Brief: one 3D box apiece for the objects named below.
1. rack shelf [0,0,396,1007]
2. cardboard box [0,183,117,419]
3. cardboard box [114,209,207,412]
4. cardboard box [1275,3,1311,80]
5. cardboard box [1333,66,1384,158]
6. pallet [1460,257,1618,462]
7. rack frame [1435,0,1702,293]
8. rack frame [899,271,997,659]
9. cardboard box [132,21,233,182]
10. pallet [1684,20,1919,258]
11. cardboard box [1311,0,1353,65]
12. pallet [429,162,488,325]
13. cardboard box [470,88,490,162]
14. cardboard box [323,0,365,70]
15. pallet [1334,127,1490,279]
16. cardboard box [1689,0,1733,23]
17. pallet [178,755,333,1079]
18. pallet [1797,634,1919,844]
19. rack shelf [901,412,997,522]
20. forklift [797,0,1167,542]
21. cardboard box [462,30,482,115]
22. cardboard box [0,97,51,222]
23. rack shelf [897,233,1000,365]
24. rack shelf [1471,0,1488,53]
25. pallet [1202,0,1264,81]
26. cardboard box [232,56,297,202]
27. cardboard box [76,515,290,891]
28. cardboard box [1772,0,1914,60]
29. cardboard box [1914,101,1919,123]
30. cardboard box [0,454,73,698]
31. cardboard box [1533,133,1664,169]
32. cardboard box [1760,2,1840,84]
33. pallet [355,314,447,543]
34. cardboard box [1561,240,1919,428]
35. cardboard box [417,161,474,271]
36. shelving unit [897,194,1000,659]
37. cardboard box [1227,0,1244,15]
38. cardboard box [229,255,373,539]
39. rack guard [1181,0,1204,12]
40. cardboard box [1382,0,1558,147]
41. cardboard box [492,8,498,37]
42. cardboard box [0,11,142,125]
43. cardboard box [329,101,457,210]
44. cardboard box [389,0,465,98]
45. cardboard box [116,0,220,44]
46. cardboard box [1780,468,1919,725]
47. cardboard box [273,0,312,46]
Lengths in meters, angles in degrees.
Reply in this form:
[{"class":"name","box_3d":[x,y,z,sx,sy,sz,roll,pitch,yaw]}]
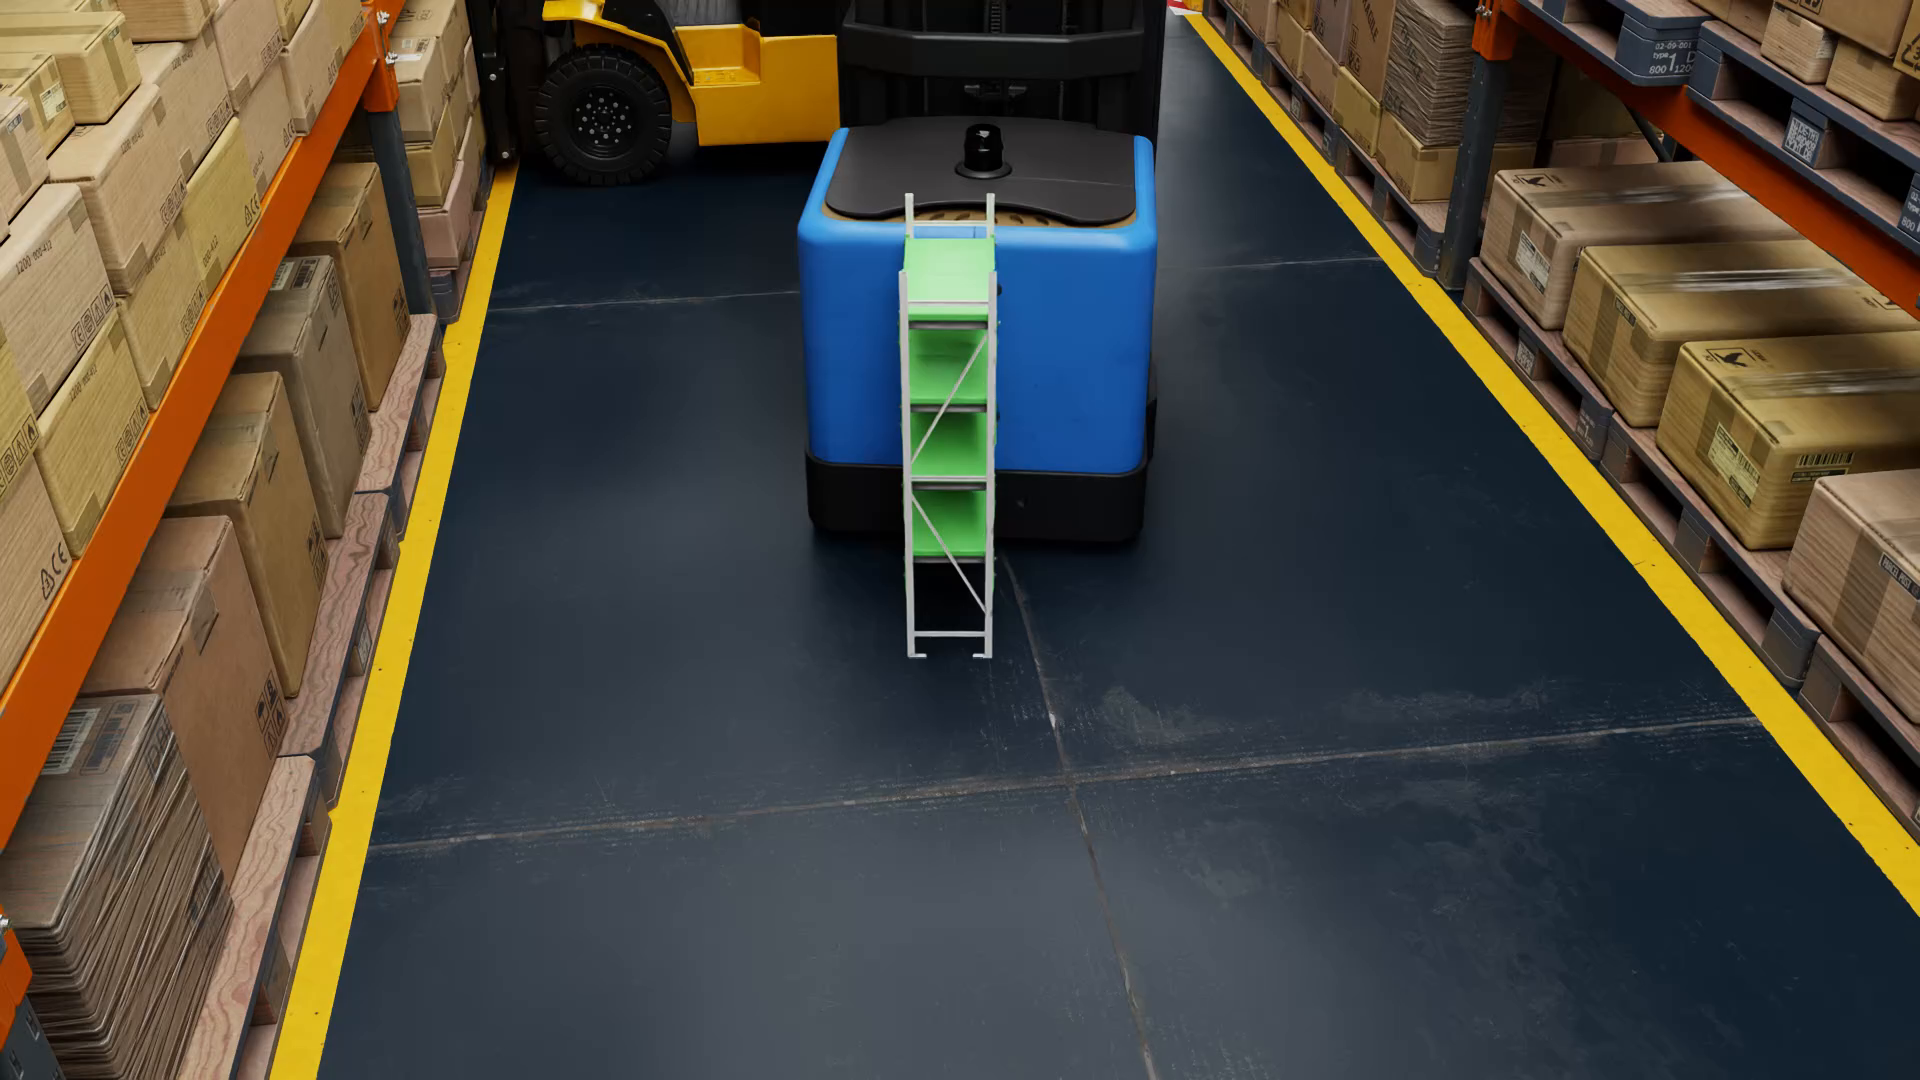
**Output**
[{"class":"rack shelf","box_3d":[-2.199,-0.518,3.985,1.077,0.370,4.000,-4,35,-6]},{"class":"cardboard box","box_3d":[-1.813,-0.389,2.847,0.500,0.250,0.500,-3,34,-5]},{"class":"cardboard box","box_3d":[-1.886,-0.471,3.411,0.500,0.250,0.500,-5,35,-8]},{"class":"cardboard box","box_3d":[1.894,-2.518,8.351,0.500,0.250,0.500,-2,34,-3]},{"class":"cardboard box","box_3d":[2.023,-1.952,7.520,0.500,0.250,0.500,-5,35,-8]},{"class":"pallet","box_3d":[2.557,-0.722,6.123,1.003,0.211,1.213,-4,35,-6]},{"class":"rack frame","box_3d":[2.451,-2.309,5.975,1.000,3.000,0.127,-4,35,-6]},{"class":"rack frame","box_3d":[-0.029,-0.161,4.421,0.240,1.200,0.015,0,34,0]},{"class":"cardboard box","box_3d":[-1.960,-0.966,3.693,0.500,0.250,0.500,-4,34,-6]},{"class":"pallet","box_3d":[2.682,-1.099,4.370,1.003,0.211,1.213,-4,35,-6]},{"class":"cardboard box","box_3d":[1.965,-2.534,7.708,0.500,0.500,0.500,-3,34,-4]},{"class":"pallet","box_3d":[-2.533,-1.226,6.861,1.003,0.211,1.213,-4,35,-6]},{"class":"cardboard box","box_3d":[-2.373,-1.831,7.342,0.500,0.250,0.500,-4,34,-6]},{"class":"cardboard box","box_3d":[-2.141,-1.608,5.079,0.500,0.250,0.500,-4,34,-5]},{"class":"pallet","box_3d":[2.325,-1.529,7.306,1.003,0.211,1.213,-4,35,-6]},{"class":"cardboard box","box_3d":[2.344,-1.607,4.795,0.380,0.149,0.250,-4,34,-6]},{"class":"pallet","box_3d":[-2.002,0.991,3.608,1.003,0.211,1.213,-4,35,-6]},{"class":"pallet","box_3d":[2.885,0.639,4.125,1.003,0.211,1.213,-4,35,-6]},{"class":"rack shelf","box_3d":[-0.028,-0.246,4.658,0.258,0.148,0.480,0,34,0]},{"class":"forklift","box_3d":[0.152,-2.012,5.600,1.130,2.935,3.031,2,34,4]},{"class":"cardboard box","box_3d":[-2.353,-2.031,7.191,0.500,0.250,0.500,-5,35,-7]},{"class":"cardboard box","box_3d":[-1.825,-0.644,2.866,0.380,0.149,0.250,-4,34,-6]},{"class":"rack shelf","box_3d":[-0.028,-0.642,4.388,0.258,0.148,0.480,0,34,0]},{"class":"rack shelf","box_3d":[2.182,-3.128,7.815,1.077,0.370,4.000,-4,35,-6]},{"class":"pallet","box_3d":[1.997,-2.890,9.304,1.003,0.211,1.213,-4,35,-6]},{"class":"cardboard box","box_3d":[-2.031,-1.048,4.258,0.500,0.250,0.500,-4,34,-6]},{"class":"cardboard box","box_3d":[-2.096,0.396,3.742,0.875,0.625,0.625,-3,34,-5]},{"class":"cardboard box","box_3d":[2.430,-1.521,4.093,0.500,0.500,0.500,-6,35,-8]},{"class":"cardboard box","box_3d":[2.539,-1.036,3.957,0.380,0.149,0.250,-4,34,-6]},{"class":"cardboard box","box_3d":[-1.747,0.097,2.577,0.500,0.250,0.500,-4,35,-6]},{"class":"cardboard box","box_3d":[2.639,-1.696,7.144,0.500,0.250,0.500,-6,35,-9]},{"class":"cardboard box","box_3d":[2.359,-1.317,4.369,0.380,0.149,0.250,-3,34,-5]},{"class":"pallet","box_3d":[-2.330,-0.371,5.606,1.003,0.211,1.213,-4,35,-6]},{"class":"cardboard box","box_3d":[2.624,-0.703,5.579,0.950,0.372,0.625,-2,34,-3]},{"class":"cardboard box","box_3d":[-2.205,-1.263,6.509,0.500,0.250,0.500,-4,34,-6]},{"class":"shelving unit","box_3d":[-0.028,-0.298,4.622,0.258,1.200,0.503,0,34,0]},{"class":"cardboard box","box_3d":[1.747,-3.107,9.215,0.500,0.250,0.500,-5,35,-7]},{"class":"cardboard box","box_3d":[-2.290,-0.399,4.908,0.875,0.625,0.625,-5,35,-7]},{"class":"rack guard","box_3d":[1.923,-3.466,9.892,1.175,0.500,0.348,-4,35,-6]},{"class":"cardboard box","box_3d":[2.105,-1.966,6.874,0.500,0.500,0.500,-5,35,-7]},{"class":"cardboard box","box_3d":[-2.483,-2.592,8.015,0.500,0.250,0.500,-5,35,-7]},{"class":"cardboard box","box_3d":[-1.865,-0.928,3.283,0.380,0.149,0.250,-4,34,-5]},{"class":"cardboard box","box_3d":[-2.227,-1.468,6.366,0.500,0.250,0.500,-5,35,-7]},{"class":"cardboard box","box_3d":[-2.280,-1.961,6.645,0.500,0.250,0.500,-4,35,-6]},{"class":"cardboard box","box_3d":[-1.888,-1.214,3.703,0.380,0.149,0.250,-5,35,-8]},{"class":"cardboard box","box_3d":[2.815,0.108,4.388,0.950,0.372,0.625,-5,35,-7]},{"class":"cardboard box","box_3d":[-2.072,-1.535,4.527,0.500,0.250,0.500,-5,35,-8]}]
